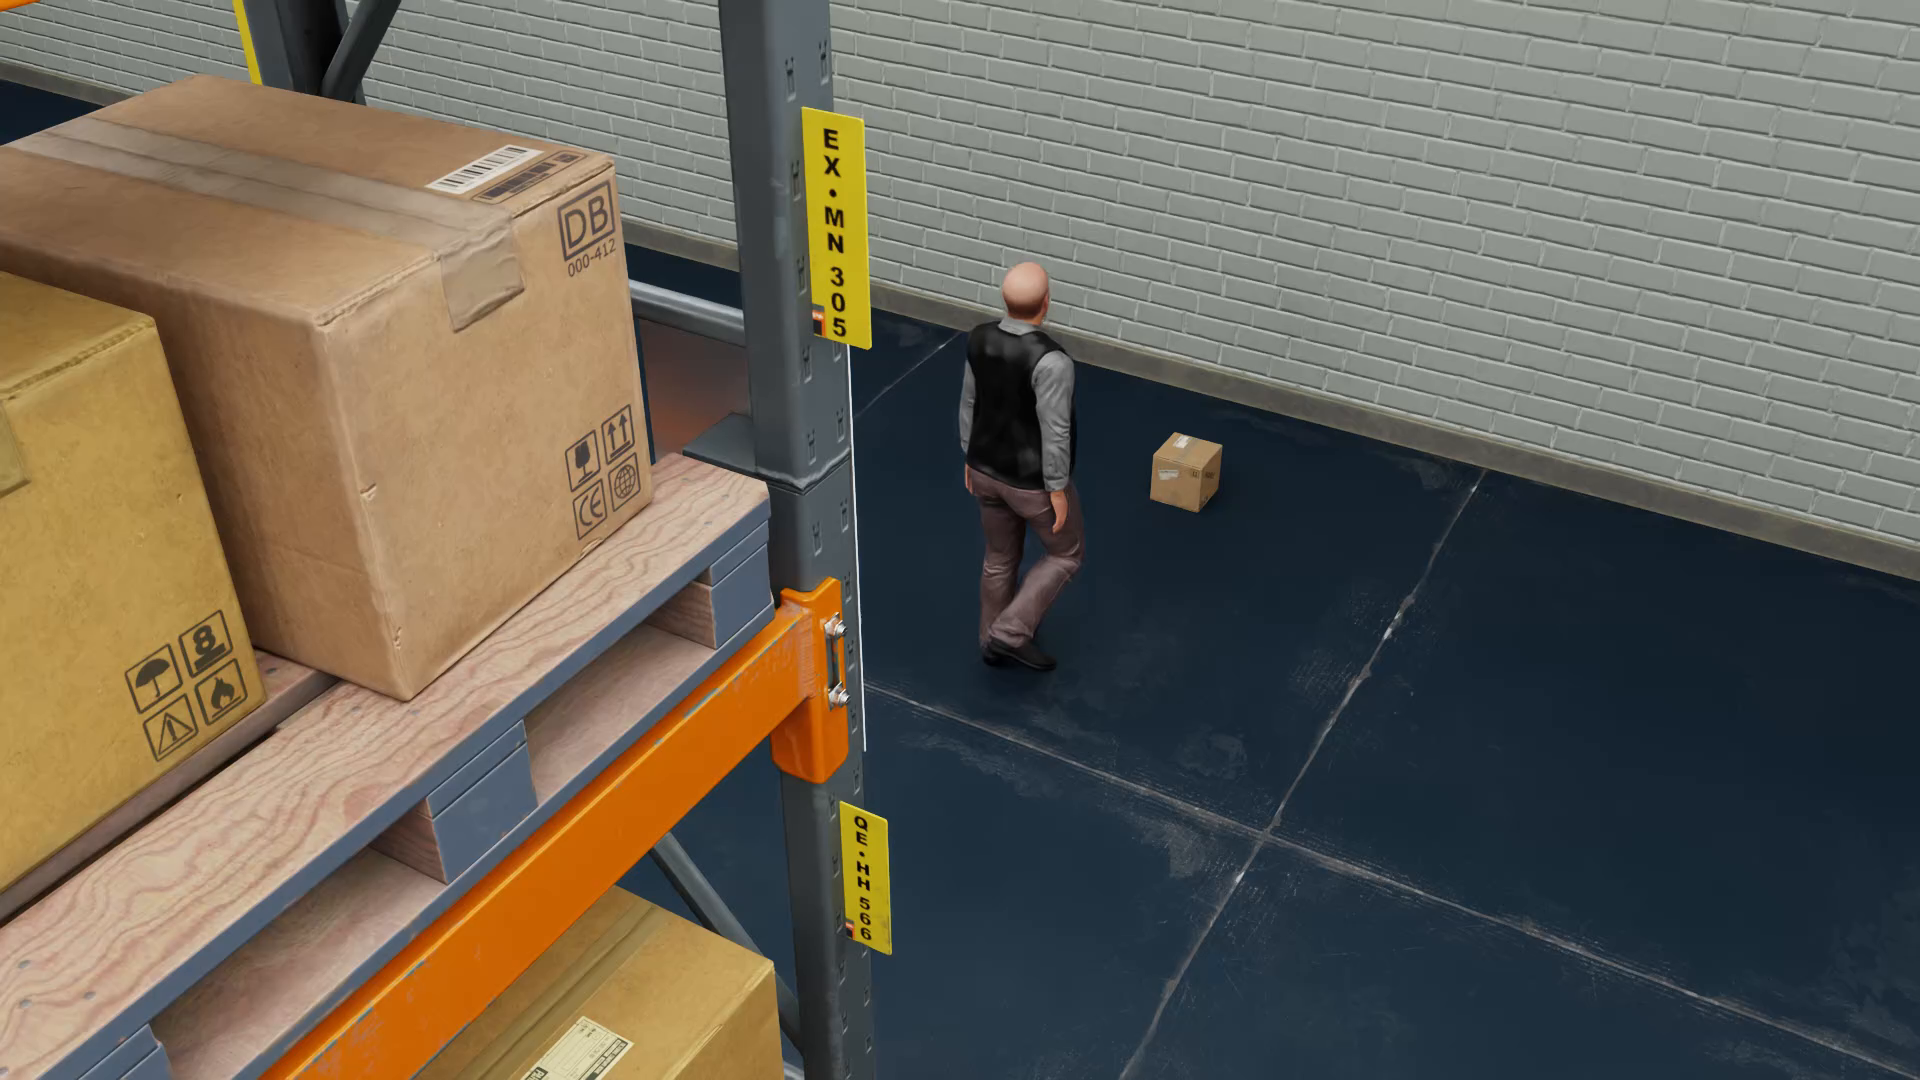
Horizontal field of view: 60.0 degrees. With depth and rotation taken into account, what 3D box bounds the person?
[{"bbox_3d":[0.203,-0.238,6.504,0.583,1.714,0.490,26,42,33],"label":"person"}]
